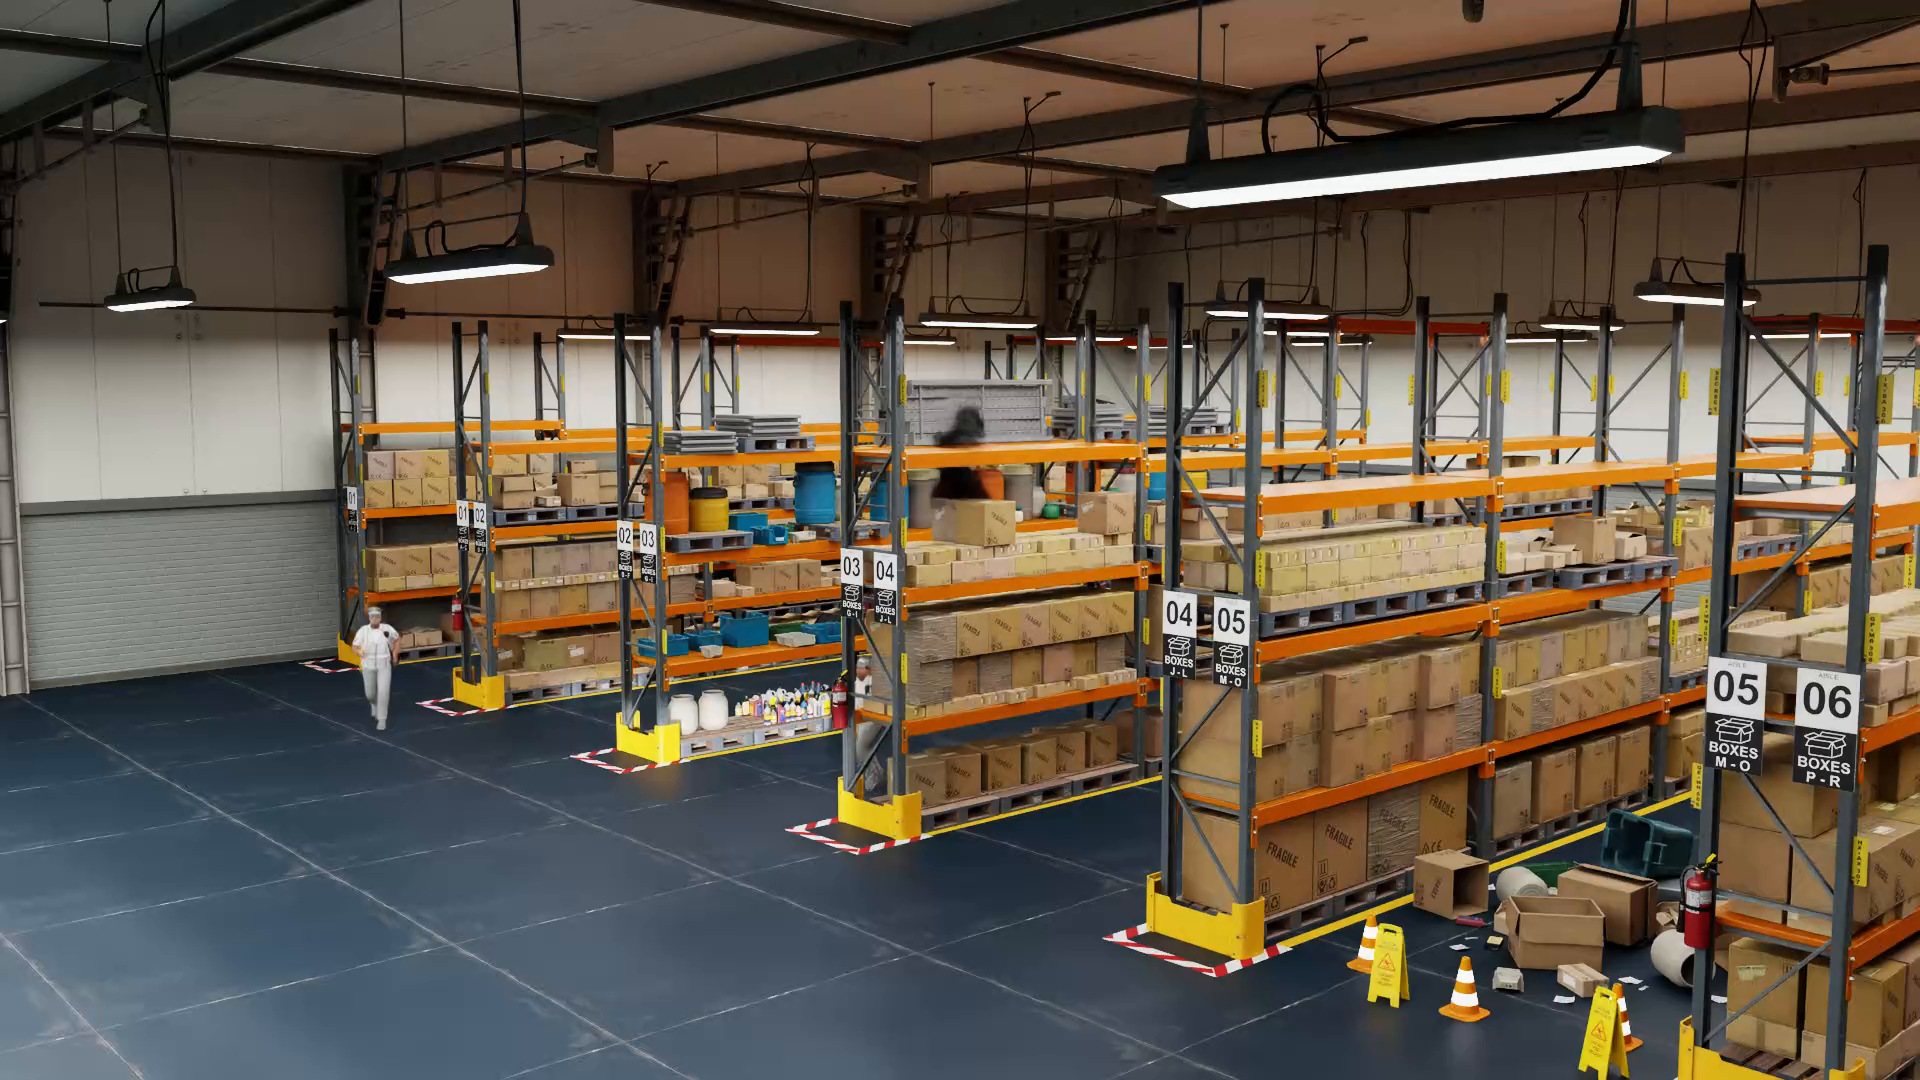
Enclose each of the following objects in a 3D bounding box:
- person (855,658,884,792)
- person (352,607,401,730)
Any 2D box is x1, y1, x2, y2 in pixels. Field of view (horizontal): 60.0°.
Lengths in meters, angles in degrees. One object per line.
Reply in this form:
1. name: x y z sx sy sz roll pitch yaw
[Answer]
1. person: -1.201 2.301 20.785 0.670 1.672 0.592 -5 8 -44
2. person: -8.597 1.853 24.514 0.675 1.771 0.983 -2 6 -16
